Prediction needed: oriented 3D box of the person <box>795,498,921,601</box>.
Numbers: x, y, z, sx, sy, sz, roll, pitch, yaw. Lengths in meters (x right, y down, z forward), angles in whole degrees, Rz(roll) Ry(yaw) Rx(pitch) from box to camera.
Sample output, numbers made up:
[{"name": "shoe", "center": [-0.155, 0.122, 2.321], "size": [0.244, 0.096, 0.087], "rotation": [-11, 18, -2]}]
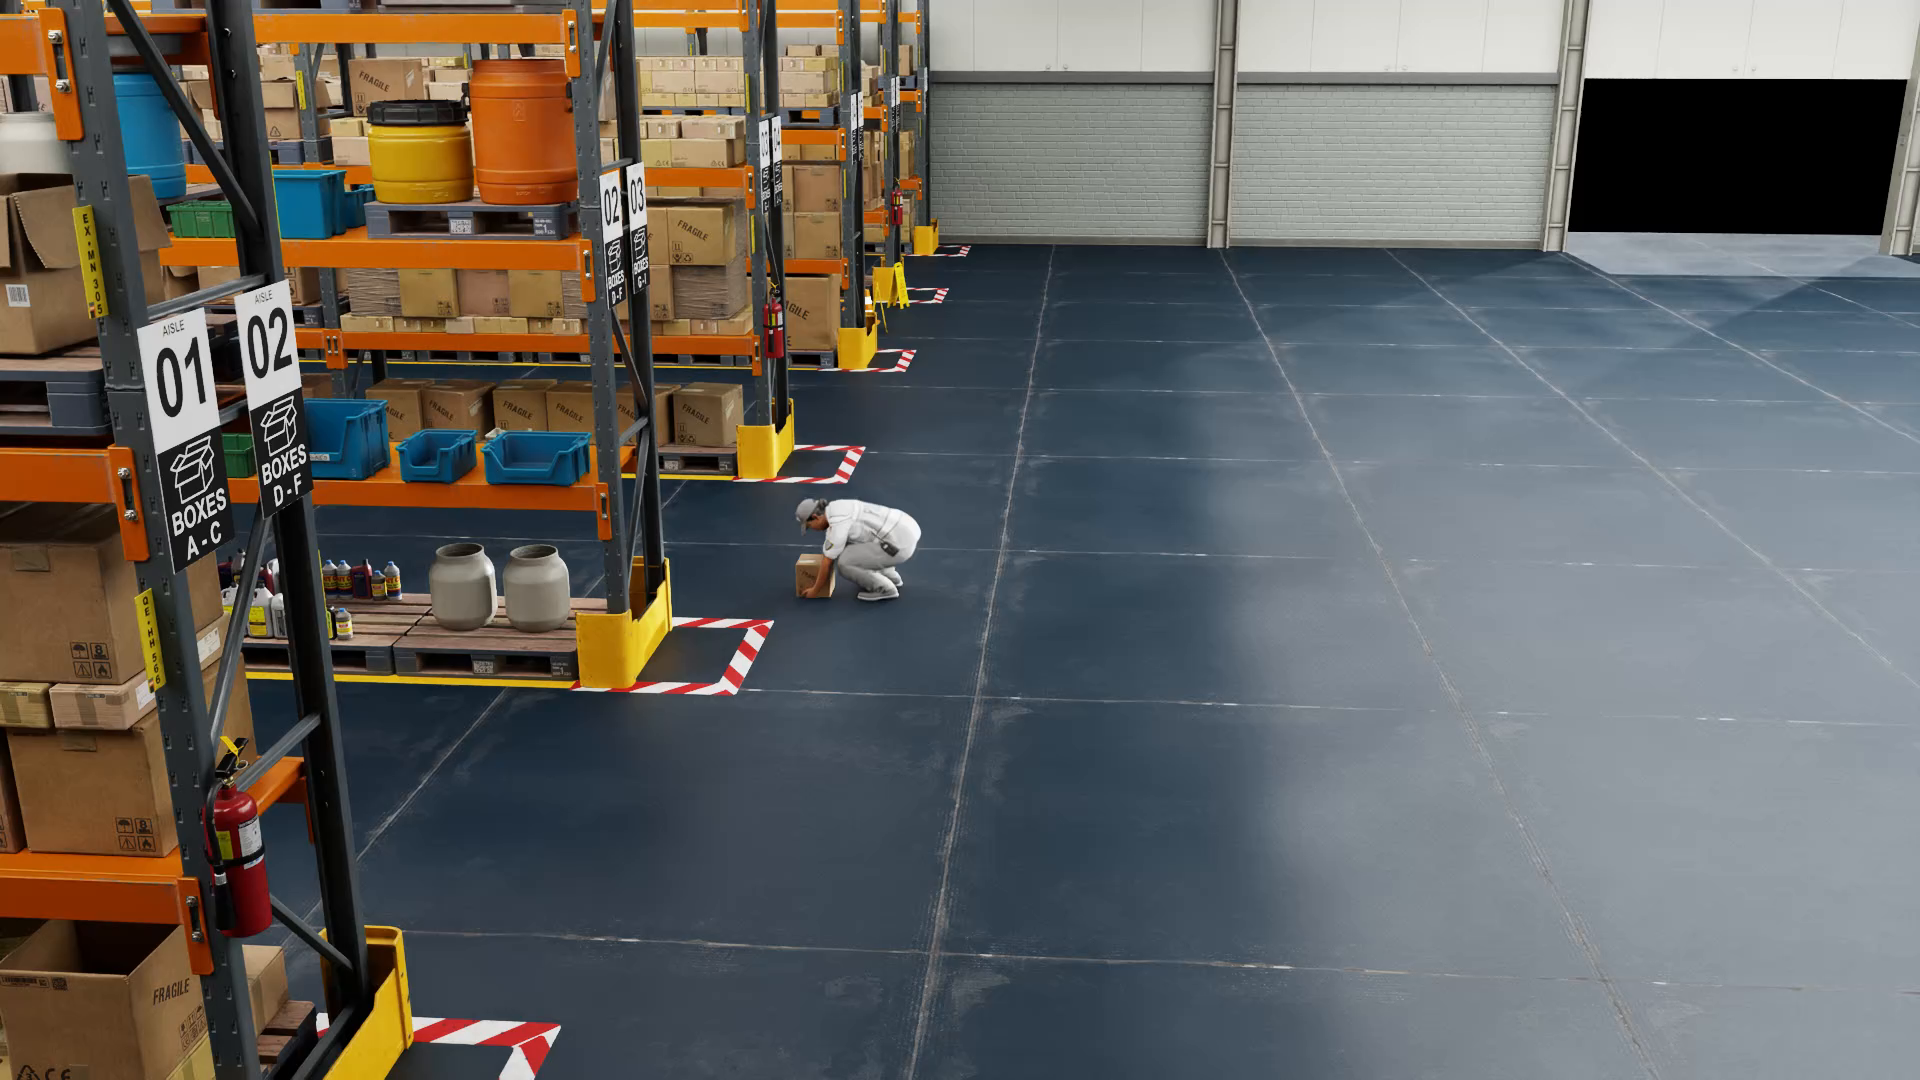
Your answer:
[{"name": "person", "center": [-0.748, 0.072, 12.260], "size": [0.907, 0.804, 0.522], "rotation": [1, 18, 3]}]
